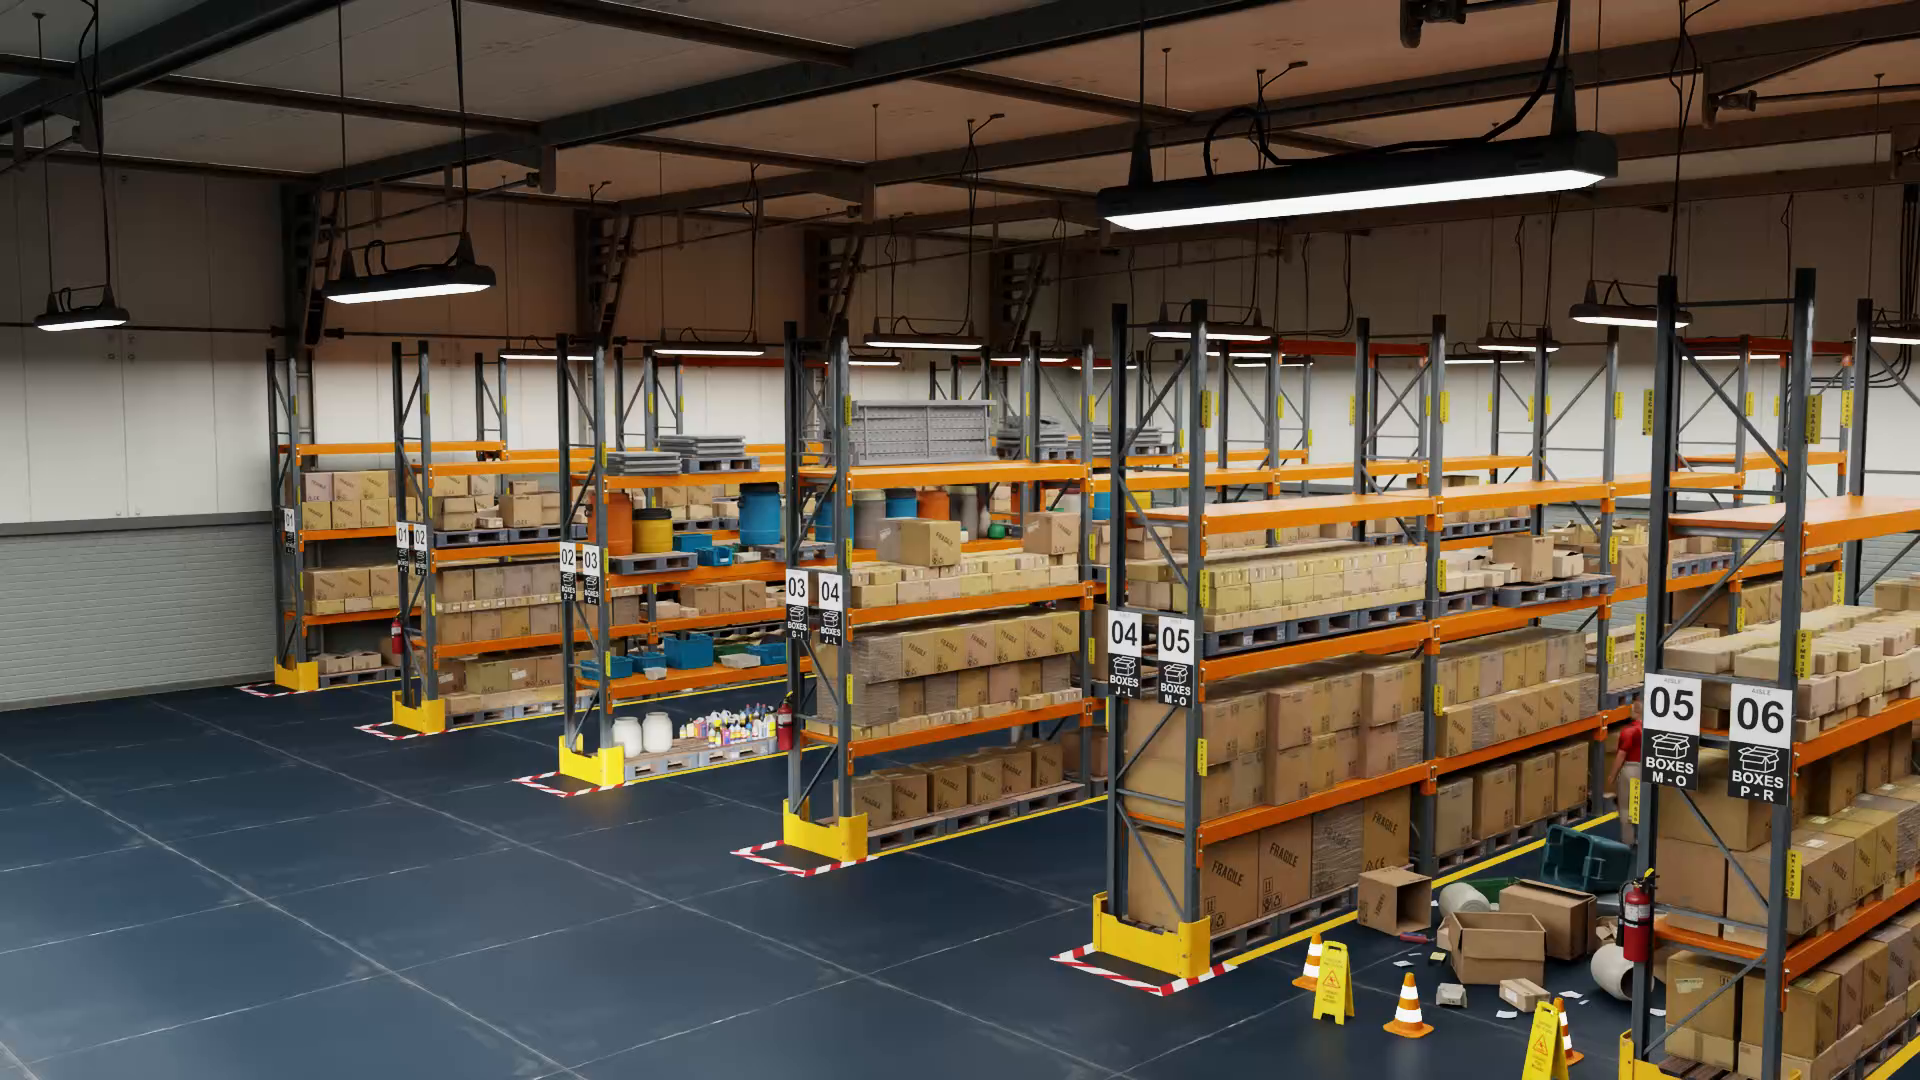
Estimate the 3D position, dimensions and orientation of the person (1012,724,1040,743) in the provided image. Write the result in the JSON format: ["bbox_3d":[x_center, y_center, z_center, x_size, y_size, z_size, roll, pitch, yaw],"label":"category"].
[{"bbox_3d":[0.900,2.227,23.765,0.480,1.757,0.676,4,6,36],"label":"person"}]

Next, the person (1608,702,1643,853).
[{"bbox_3d":[7.659,2.676,18.906,0.611,1.728,0.499,0,5,-1],"label":"person"}]
